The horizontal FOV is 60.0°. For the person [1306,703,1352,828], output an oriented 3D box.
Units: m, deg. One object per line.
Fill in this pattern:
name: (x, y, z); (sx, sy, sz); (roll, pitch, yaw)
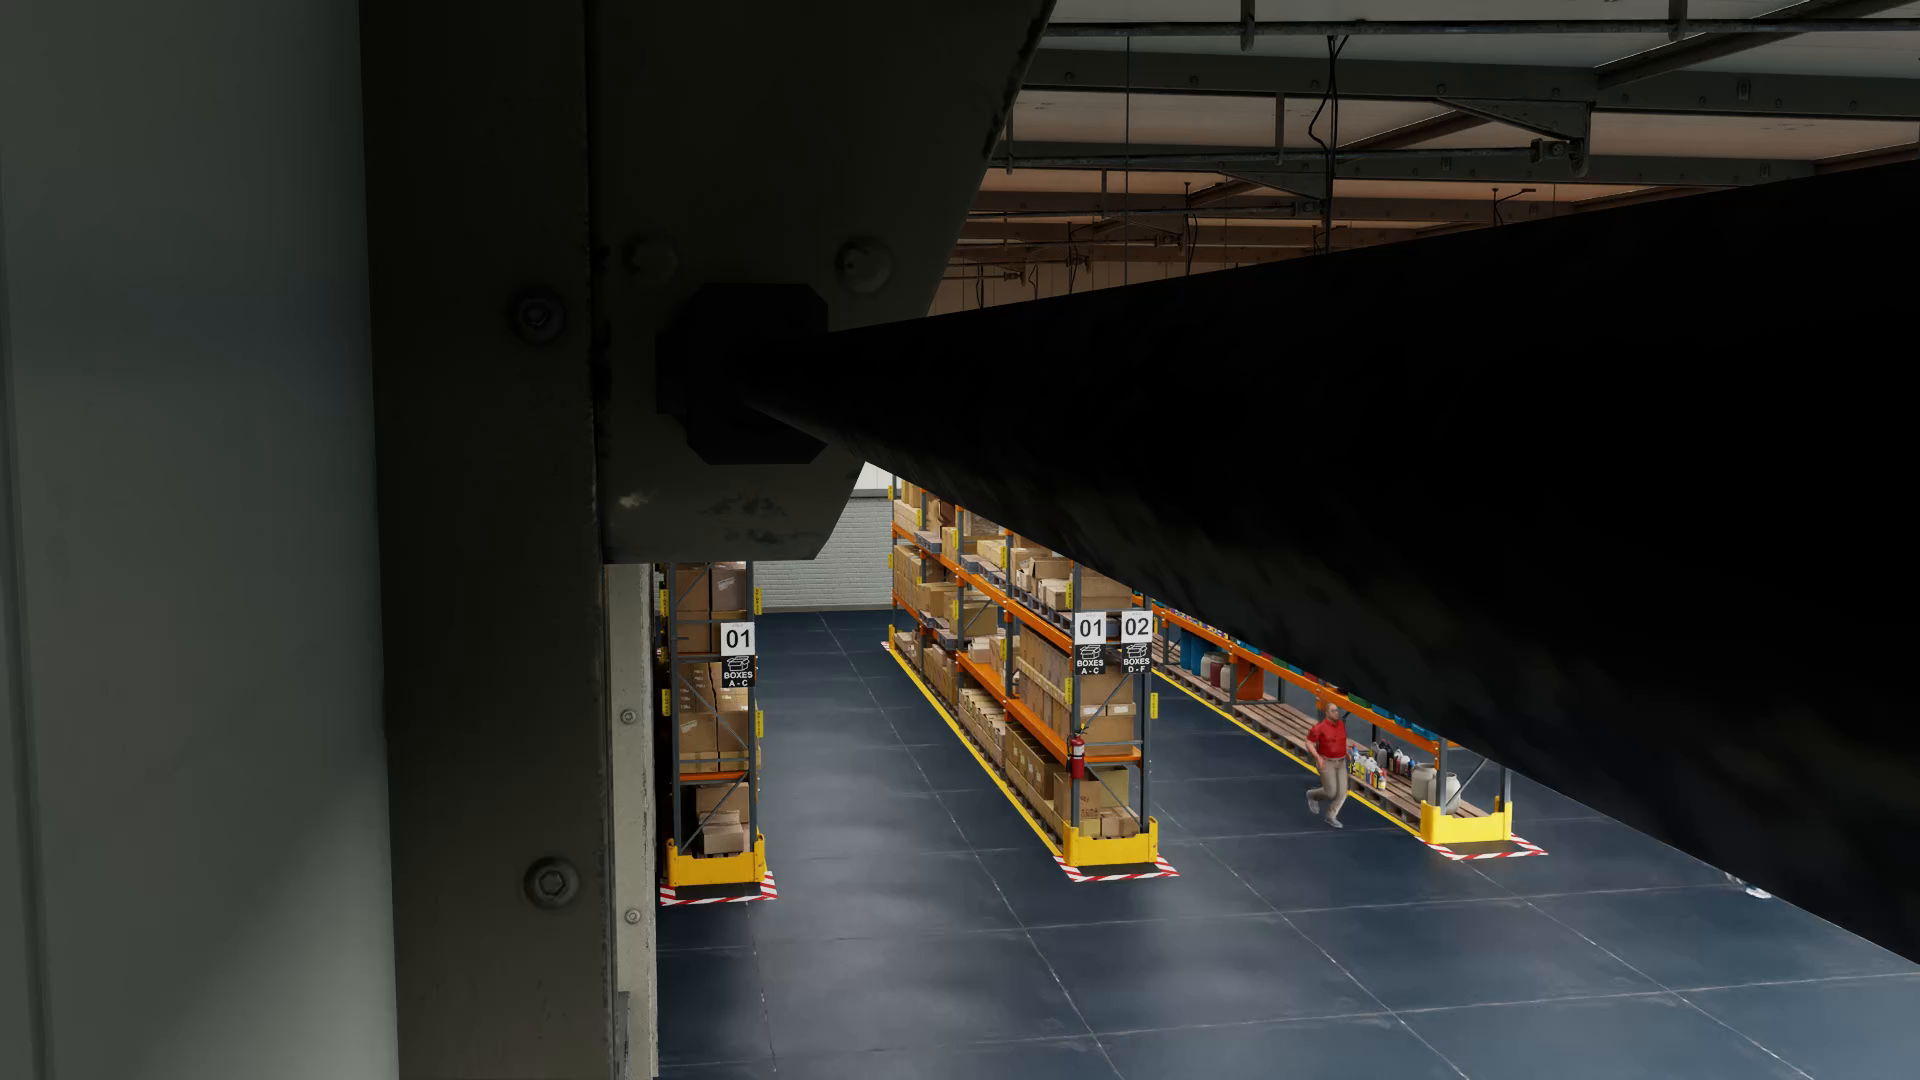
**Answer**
person: (5.046, 3.053, 22.689); (0.664, 1.684, 0.602); (-3, 7, -25)

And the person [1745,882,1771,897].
person: (9.569, 3.443, 19.611); (0.500, 1.560, 0.536); (3, 7, 23)
